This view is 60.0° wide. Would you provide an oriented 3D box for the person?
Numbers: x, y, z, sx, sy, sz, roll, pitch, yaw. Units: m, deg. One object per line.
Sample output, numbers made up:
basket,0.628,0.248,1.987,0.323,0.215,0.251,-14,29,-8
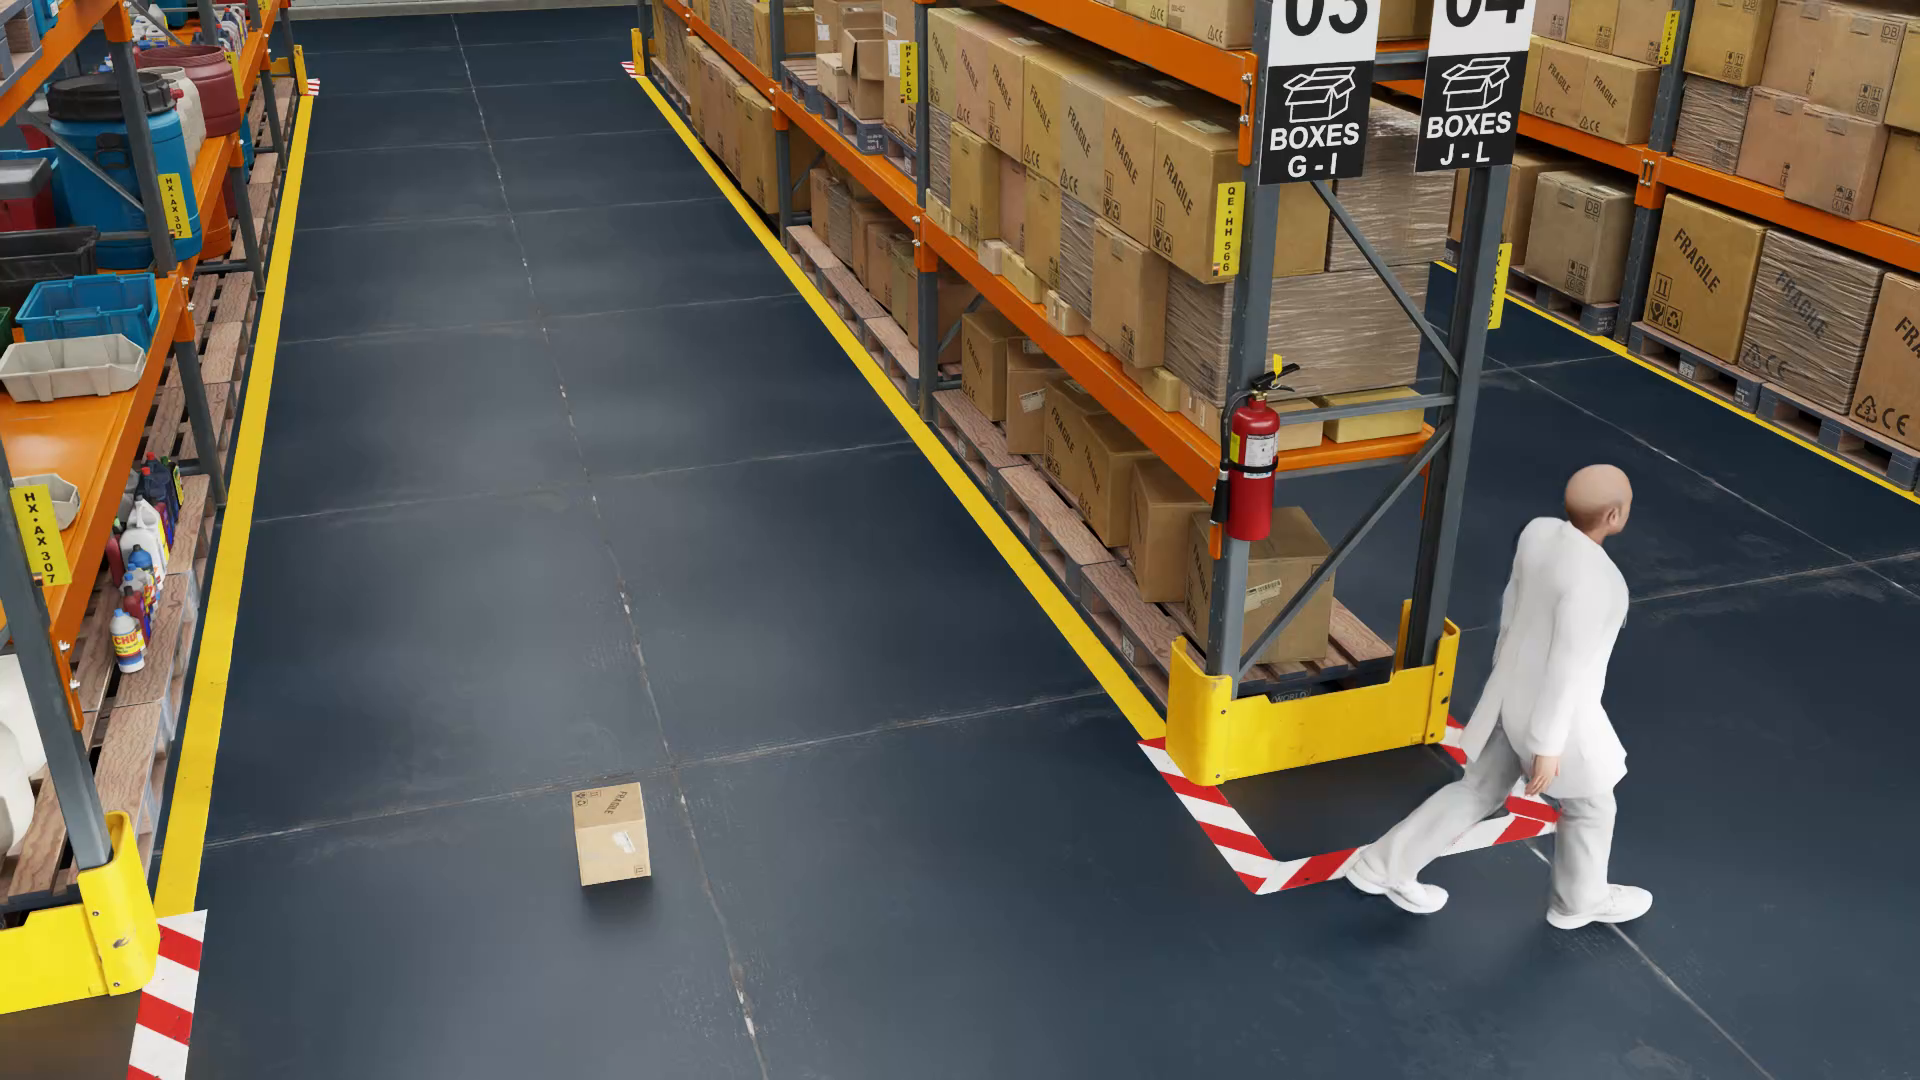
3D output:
person,1.889,0.548,5.528,1.081,1.740,0.600,-5,26,-10
